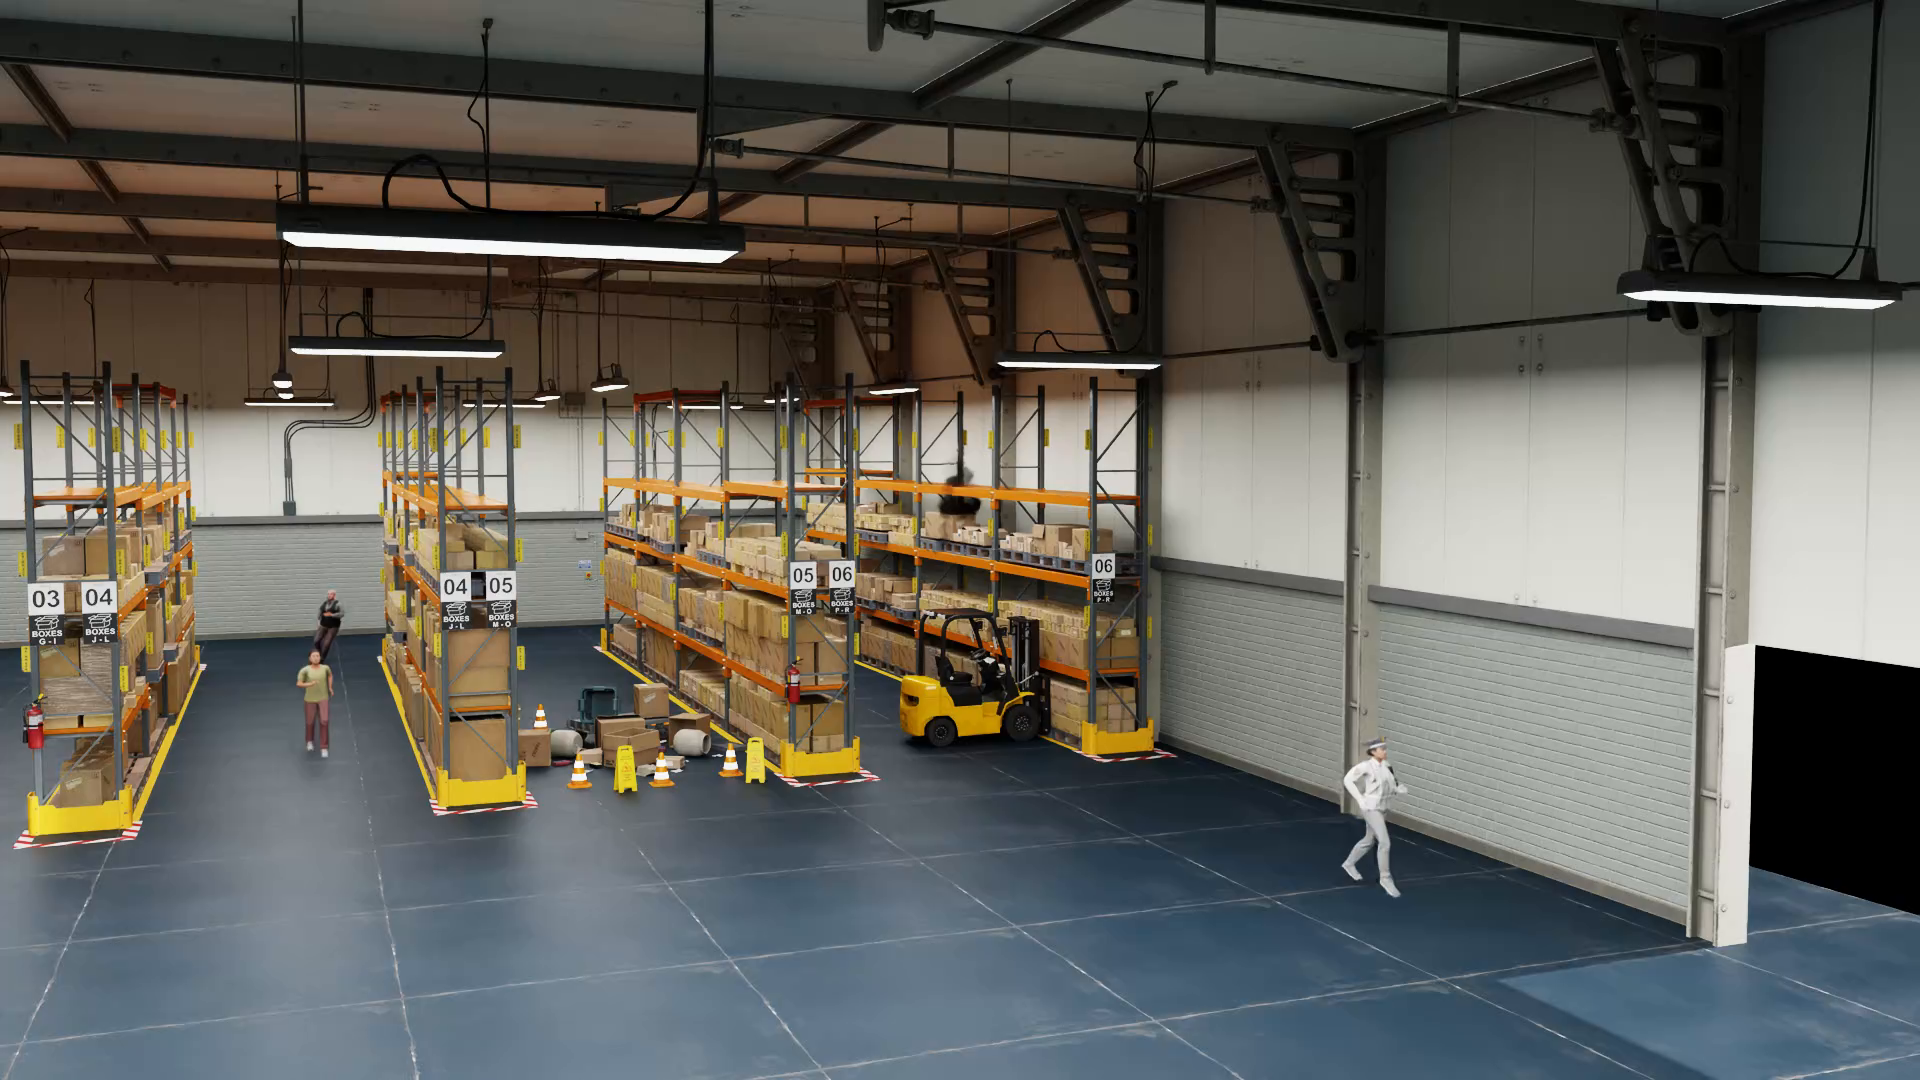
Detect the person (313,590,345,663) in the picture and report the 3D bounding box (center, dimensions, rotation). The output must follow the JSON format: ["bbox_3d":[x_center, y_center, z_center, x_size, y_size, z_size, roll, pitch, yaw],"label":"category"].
[{"bbox_3d":[-14.208,1.942,37.298,0.842,1.650,0.538,0,3,5],"label":"person"}]

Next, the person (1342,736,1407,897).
[{"bbox_3d":[4.608,3.041,18.538,0.804,1.750,0.600,3,5,44],"label":"person"}]

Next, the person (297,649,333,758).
[{"bbox_3d":[-10.198,2.556,26.330,0.568,1.670,0.952,-2,4,-29],"label":"person"}]
